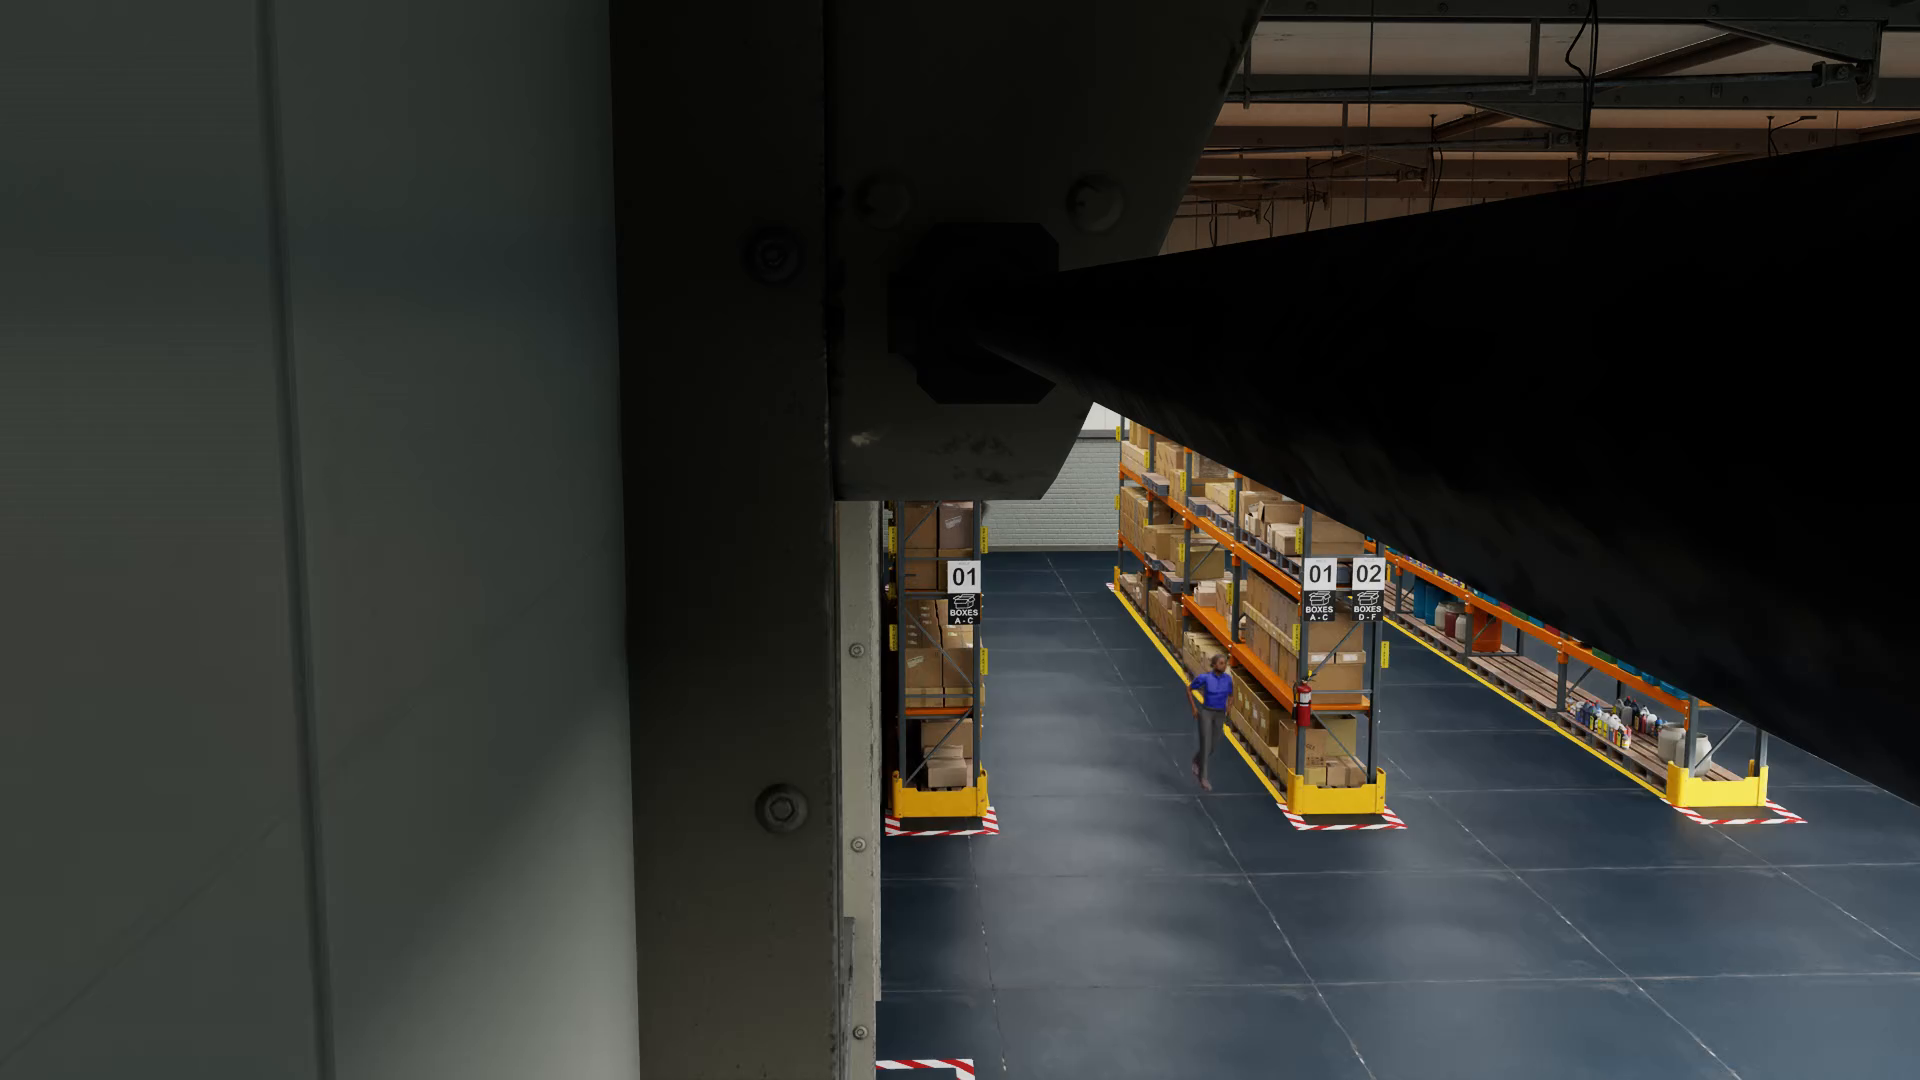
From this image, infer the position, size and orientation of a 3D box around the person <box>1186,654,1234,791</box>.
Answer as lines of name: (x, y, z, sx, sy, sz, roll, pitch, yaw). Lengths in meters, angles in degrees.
person: (3.188, 2.253, 20.991, 0.614, 1.652, 0.719, -2, 9, -17)
